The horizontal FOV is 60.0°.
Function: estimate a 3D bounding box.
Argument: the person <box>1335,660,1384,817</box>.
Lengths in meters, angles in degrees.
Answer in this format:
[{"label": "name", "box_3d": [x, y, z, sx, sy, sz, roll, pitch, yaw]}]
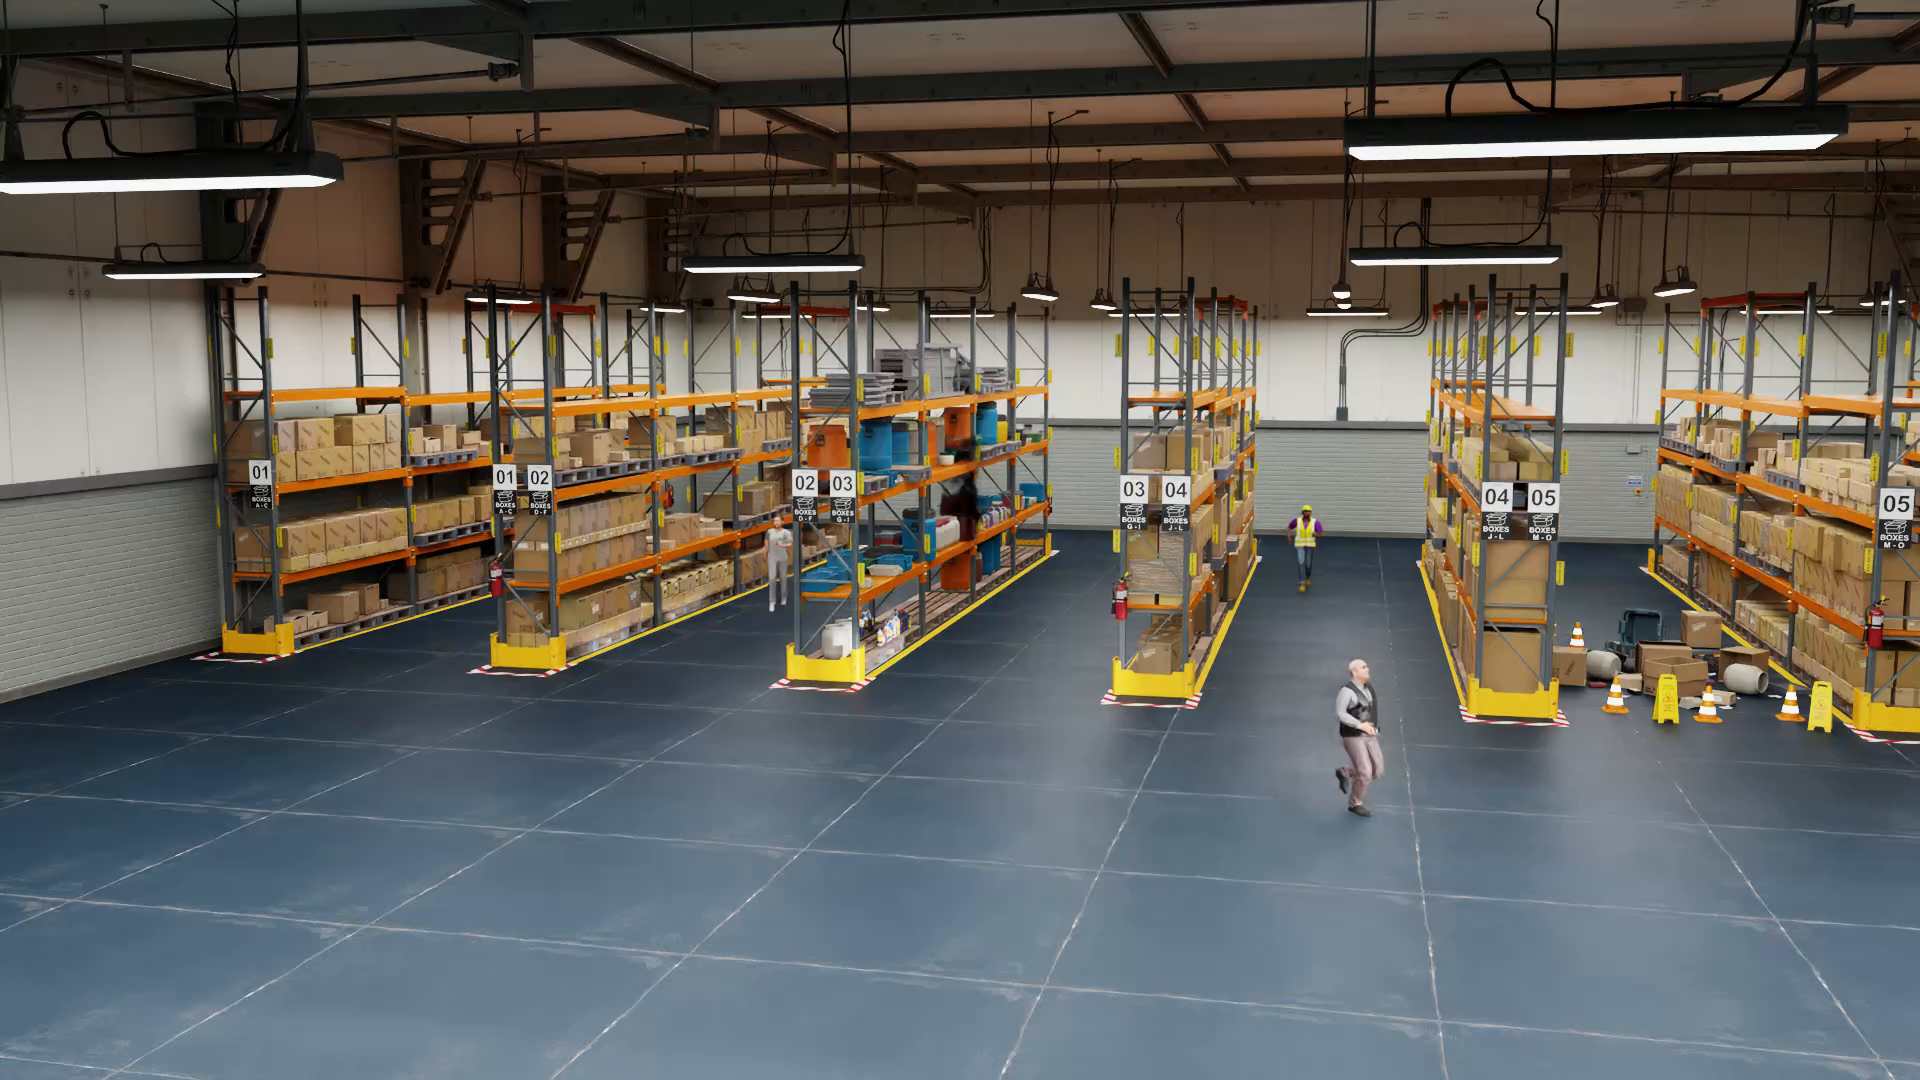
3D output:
[{"label": "person", "box_3d": [4.291, 2.121, 17.967, 0.609, 1.685, 0.691, 6, 9, 44]}]

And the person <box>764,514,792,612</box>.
[{"label": "person", "box_3d": [-3.313, 0.394, 30.267, 0.543, 1.730, 0.786, 0, 7, 3]}]

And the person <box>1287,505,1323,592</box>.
[{"label": "person", "box_3d": [7.167, 0.145, 34.530, 0.717, 1.749, 1.005, 1, 7, 7]}]

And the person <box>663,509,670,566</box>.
[{"label": "person", "box_3d": [-6.257, 0.173, 34.870, 0.607, 1.650, 0.559, 1, 7, 6]}]
